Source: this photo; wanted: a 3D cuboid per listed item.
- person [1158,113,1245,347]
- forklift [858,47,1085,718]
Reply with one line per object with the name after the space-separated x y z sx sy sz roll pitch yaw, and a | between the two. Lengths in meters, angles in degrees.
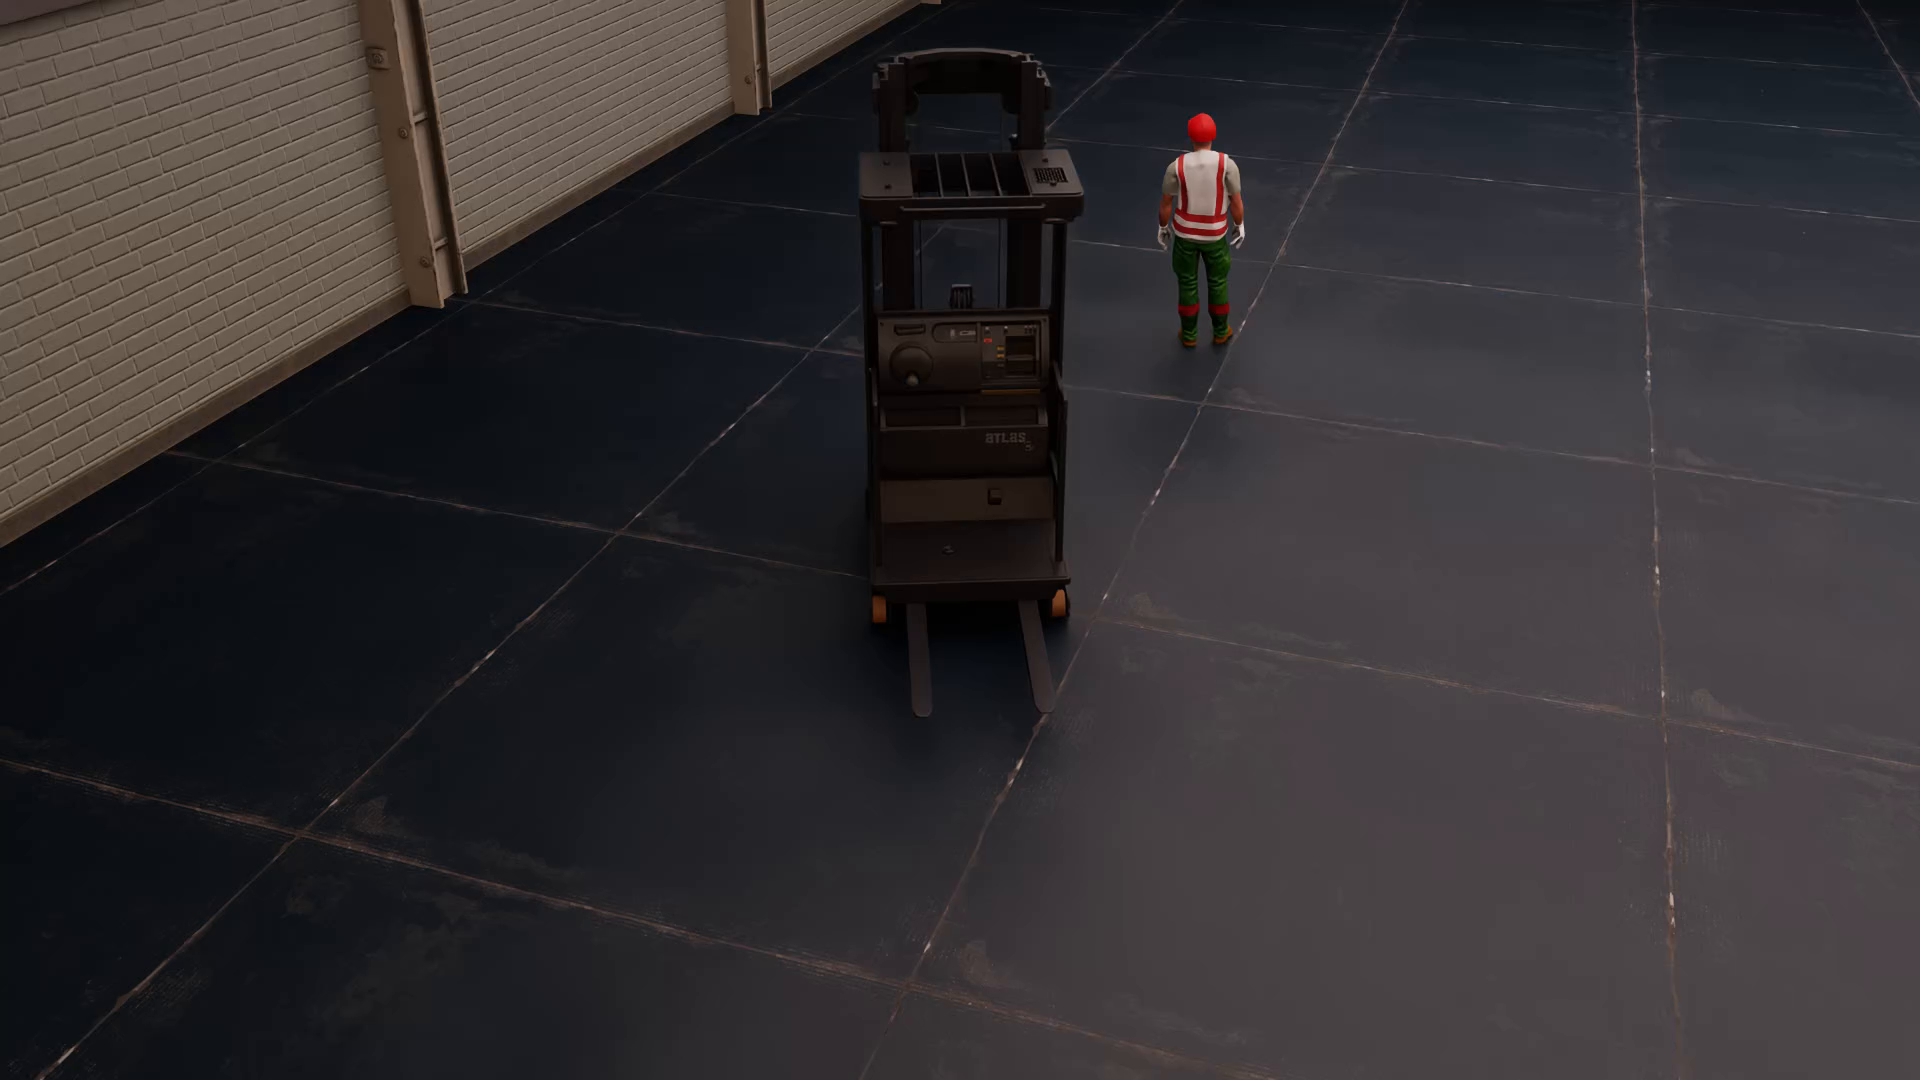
1.787 -2.300 12.314 0.637 1.790 0.552 5 30 8 | person
0.035 -0.972 8.842 1.130 2.935 3.031 -2 30 -3 | forklift
